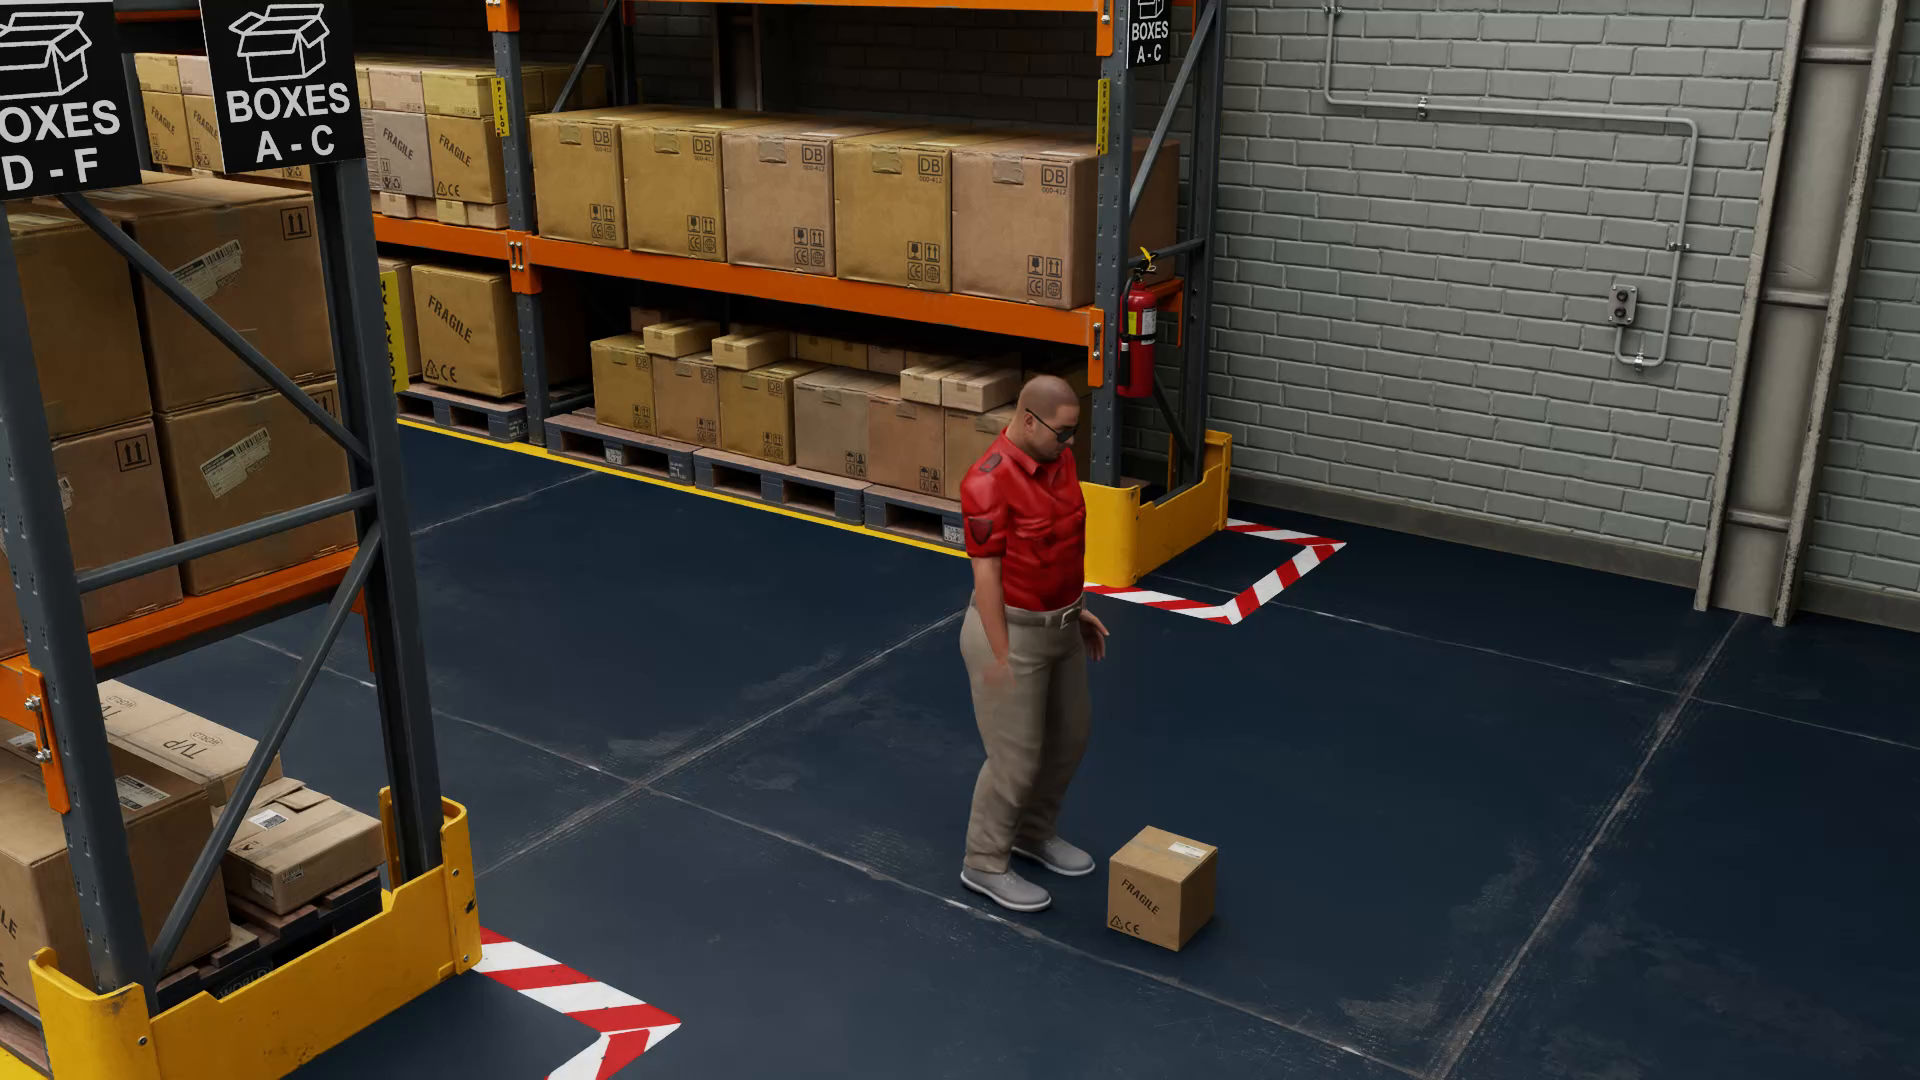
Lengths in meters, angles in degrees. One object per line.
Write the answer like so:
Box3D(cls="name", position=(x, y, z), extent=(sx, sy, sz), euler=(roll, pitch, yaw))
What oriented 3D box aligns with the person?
Box3D(cls="person", position=(0.230, 0.309, 5.273), extent=(0.365, 1.715, 0.538), euler=(13, 24, 33))
